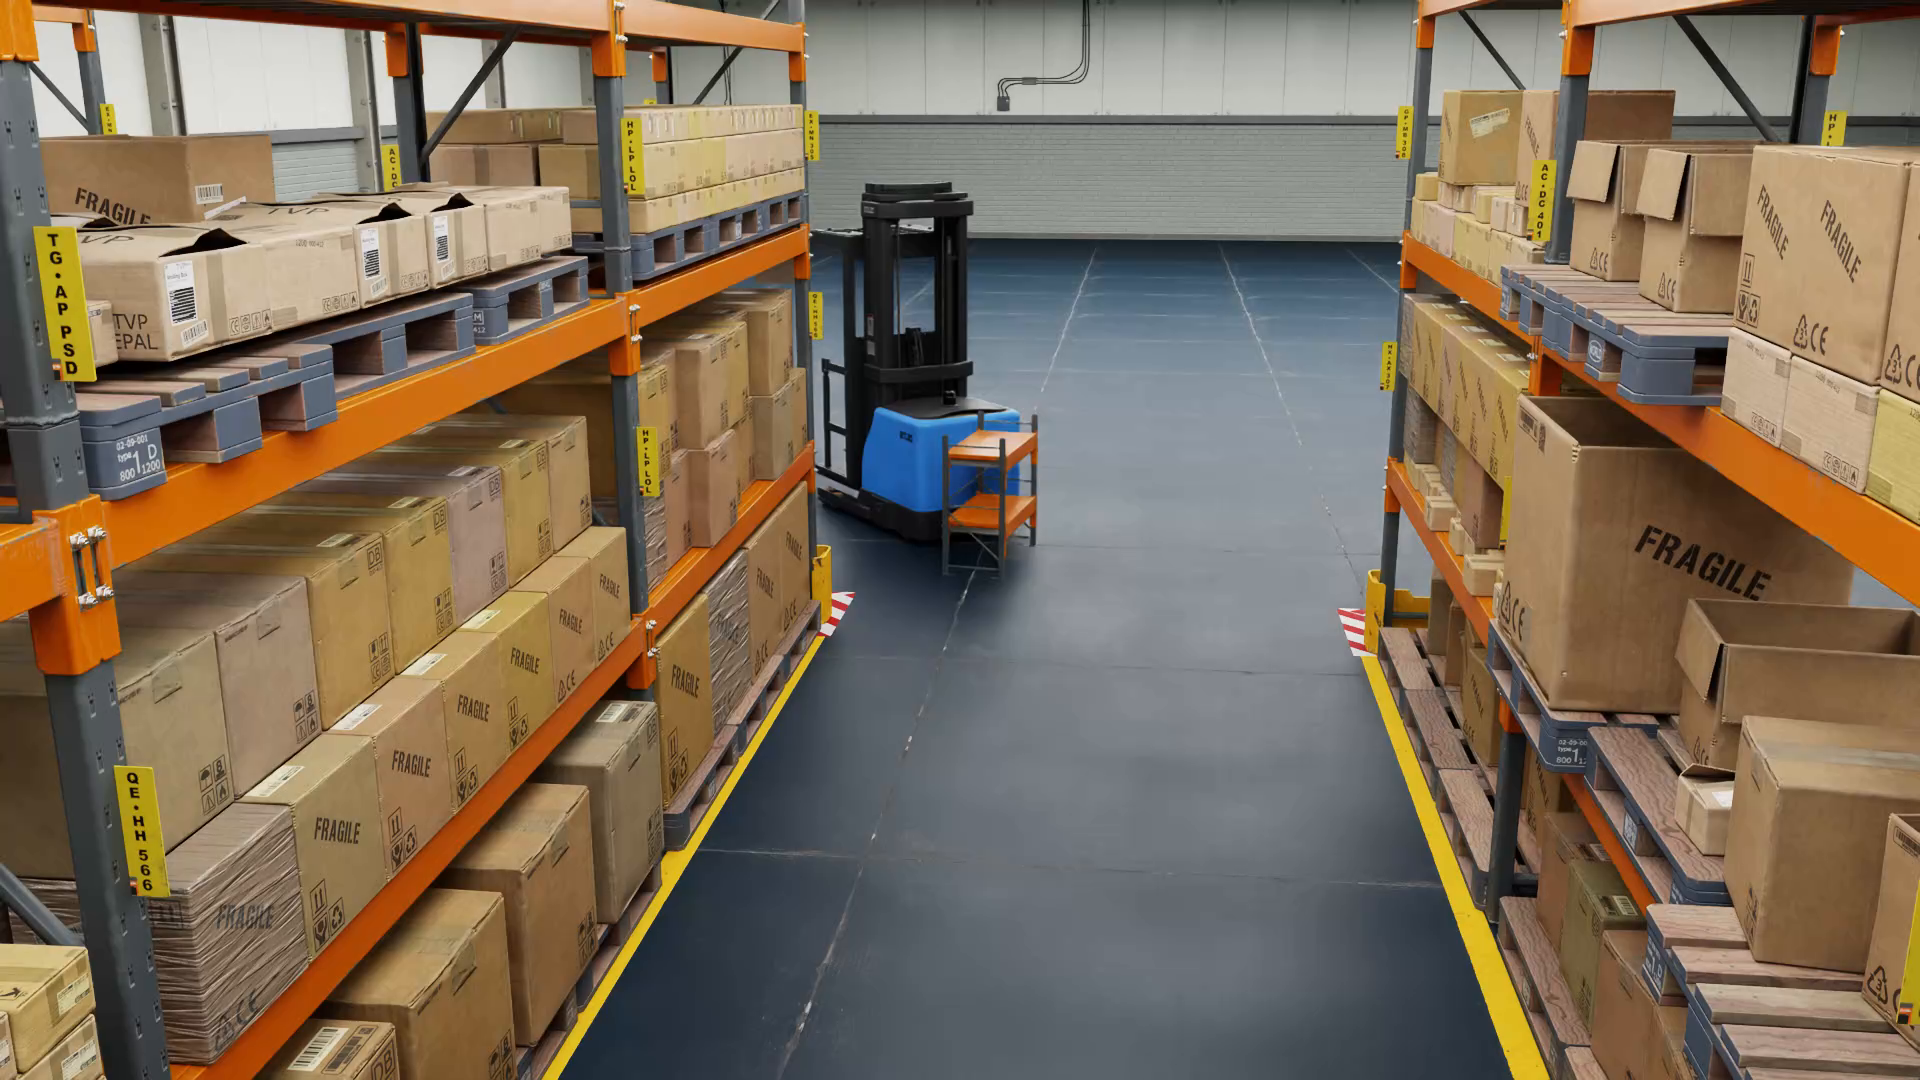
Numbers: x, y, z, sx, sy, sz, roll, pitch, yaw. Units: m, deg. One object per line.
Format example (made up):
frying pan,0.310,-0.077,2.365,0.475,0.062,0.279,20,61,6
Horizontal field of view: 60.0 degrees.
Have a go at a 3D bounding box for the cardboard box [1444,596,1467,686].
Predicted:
cardboard box,3.263,0.602,10.172,0.500,0.500,0.500,6,16,21

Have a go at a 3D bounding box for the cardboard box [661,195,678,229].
cardboard box,-1.578,-1.583,8.010,0.380,0.149,0.250,2,15,6

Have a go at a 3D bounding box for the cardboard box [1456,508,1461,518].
cardboard box,2.953,-0.076,9.178,0.380,0.149,0.250,2,15,6

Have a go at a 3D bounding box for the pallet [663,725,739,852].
pallet,-1.821,1.297,8.960,1.003,0.211,1.213,2,15,6

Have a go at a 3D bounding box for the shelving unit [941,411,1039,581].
shelving unit,0.251,-0.376,13.397,0.538,1.125,1.048,4,16,16

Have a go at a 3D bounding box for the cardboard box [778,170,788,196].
cardboard box,-1.291,-2.241,10.442,0.380,0.149,0.250,2,15,7

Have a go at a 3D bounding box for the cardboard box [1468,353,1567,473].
cardboard box,2.765,-0.611,7.997,0.500,0.500,0.500,2,15,6

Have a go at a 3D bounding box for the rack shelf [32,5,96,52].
rack shelf,-6.689,-3.039,9.547,1.077,0.370,4.000,2,15,6

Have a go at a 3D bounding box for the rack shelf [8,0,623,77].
rack shelf,-2.210,-1.691,5.320,1.077,0.370,4.000,2,15,6

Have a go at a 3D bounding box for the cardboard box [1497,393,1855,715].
cardboard box,2.704,0.028,6.358,1.000,1.000,1.000,2,15,7

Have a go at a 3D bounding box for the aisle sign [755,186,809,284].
aisle sign,-1.227,-2.156,11.408,0.394,0.787,0.004,2,15,6

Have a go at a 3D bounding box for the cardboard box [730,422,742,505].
cardboard box,-1.777,-0.443,9.766,0.875,0.550,0.500,2,15,6

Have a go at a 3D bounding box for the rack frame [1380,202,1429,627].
rack frame,3.384,-0.719,11.075,1.000,3.000,0.127,2,15,6

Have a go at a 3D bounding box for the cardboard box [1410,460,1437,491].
cardboard box,3.024,-0.402,10.385,0.380,0.149,0.250,2,15,6

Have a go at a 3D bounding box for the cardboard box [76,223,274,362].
cardboard box,-2.136,-0.654,4.261,0.500,0.311,0.500,2,15,6

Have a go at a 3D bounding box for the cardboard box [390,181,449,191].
cardboard box,-2.301,-1.339,6.882,0.258,0.266,0.396,1,15,5

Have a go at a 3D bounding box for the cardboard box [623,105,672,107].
cardboard box,-1.974,-2.580,10.168,0.380,0.149,0.250,2,15,7

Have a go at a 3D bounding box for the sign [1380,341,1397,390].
sign,2.845,-1.153,11.021,0.100,0.325,0.005,2,15,6

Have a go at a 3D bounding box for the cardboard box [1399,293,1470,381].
cardboard box,3.051,-1.259,10.395,0.500,0.500,0.500,2,15,6

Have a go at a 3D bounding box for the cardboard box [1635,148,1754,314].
cardboard box,2.675,-1.019,5.435,0.797,0.503,0.637,2,15,9

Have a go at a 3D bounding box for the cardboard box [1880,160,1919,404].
cardboard box,2.286,-0.513,3.417,0.500,0.500,0.500,2,15,8

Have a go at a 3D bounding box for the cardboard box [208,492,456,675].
cardboard box,-2.206,0.139,5.793,0.700,0.500,0.500,2,15,6

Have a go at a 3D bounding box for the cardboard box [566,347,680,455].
cardboard box,-1.962,-0.688,8.605,0.875,0.550,0.550,2,15,6

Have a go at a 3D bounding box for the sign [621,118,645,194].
sign,-1.444,-1.690,7.326,0.100,0.325,0.005,2,15,6

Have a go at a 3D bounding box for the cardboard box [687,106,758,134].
cardboard box,-1.378,-2.427,9.602,0.380,0.149,0.250,1,15,5

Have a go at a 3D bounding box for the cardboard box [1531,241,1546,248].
cardboard box,2.682,-1.343,7.158,0.380,0.149,0.250,2,15,8

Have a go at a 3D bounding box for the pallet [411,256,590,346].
pallet,-2.039,-0.970,6.624,0.805,0.209,1.217,1,15,4

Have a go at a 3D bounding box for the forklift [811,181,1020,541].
forklift,-0.649,-1.743,14.993,1.130,2.935,3.031,-9,17,-29

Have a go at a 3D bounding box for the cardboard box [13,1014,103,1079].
cardboard box,-2.039,1.100,3.455,0.380,0.149,0.250,2,15,7

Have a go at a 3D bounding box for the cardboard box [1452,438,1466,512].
cardboard box,3.190,-0.378,9.053,0.875,0.500,0.500,2,15,6

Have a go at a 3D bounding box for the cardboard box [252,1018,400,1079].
cardboard box,-2.278,1.911,4.852,1.050,0.750,0.750,1,15,5

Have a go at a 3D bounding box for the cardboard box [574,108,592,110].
cardboard box,-2.147,-2.184,8.702,0.380,0.149,0.250,2,15,6

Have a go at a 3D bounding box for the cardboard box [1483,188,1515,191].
cardboard box,2.944,-1.752,8.671,0.380,0.149,0.250,1,15,4

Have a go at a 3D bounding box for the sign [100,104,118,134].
sign,-5.914,-2.865,11.568,0.100,0.325,0.005,2,15,6

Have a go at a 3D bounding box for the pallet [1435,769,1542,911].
pallet,2.973,1.489,8.250,1.003,0.211,1.213,2,15,6

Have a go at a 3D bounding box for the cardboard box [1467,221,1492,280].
cardboard box,2.846,-1.451,8.321,0.500,0.250,0.500,2,15,6

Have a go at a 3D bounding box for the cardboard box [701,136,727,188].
cardboard box,-1.539,-2.005,8.804,0.500,0.250,0.500,2,15,6

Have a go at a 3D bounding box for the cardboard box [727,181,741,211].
cardboard box,-1.434,-1.911,9.220,0.380,0.149,0.250,2,15,7

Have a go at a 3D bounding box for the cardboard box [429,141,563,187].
cardboard box,-2.184,-1.759,7.897,0.500,0.250,0.500,2,15,6

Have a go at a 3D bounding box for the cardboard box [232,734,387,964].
cardboard box,-2.062,0.895,4.915,0.500,0.500,0.500,2,15,6

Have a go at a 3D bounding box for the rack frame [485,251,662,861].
rack frame,-1.985,0.146,7.876,1.000,3.000,0.127,2,15,6

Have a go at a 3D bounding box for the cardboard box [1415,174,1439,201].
cardboard box,2.997,-2.158,10.174,0.380,0.149,0.250,2,15,7

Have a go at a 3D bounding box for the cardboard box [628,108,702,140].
cardboard box,-1.521,-2.099,8.388,0.380,0.149,0.250,1,15,5

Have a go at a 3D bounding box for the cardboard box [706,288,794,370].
cardboard box,-1.614,-1.390,11.200,0.875,0.550,0.550,2,15,6

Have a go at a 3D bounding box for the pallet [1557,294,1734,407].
pallet,2.643,-0.613,5.296,1.213,0.211,1.003,2,15,6

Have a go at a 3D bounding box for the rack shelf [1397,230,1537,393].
rack shelf,3.158,-1.301,8.859,1.077,0.370,4.000,2,15,6

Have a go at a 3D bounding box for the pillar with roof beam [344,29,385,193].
pillar with roof beam,-6.061,-8.440,28.135,9.100,9.000,0.400,2,15,6

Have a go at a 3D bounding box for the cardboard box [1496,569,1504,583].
cardboard box,2.790,0.248,7.981,0.380,0.149,0.250,2,15,6

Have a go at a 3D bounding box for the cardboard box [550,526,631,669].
cardboard box,-1.778,0.241,7.333,0.500,0.500,0.500,2,15,6

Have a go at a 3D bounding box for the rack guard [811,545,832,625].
rack guard,-1.530,0.309,12.062,1.175,0.500,0.348,2,15,6

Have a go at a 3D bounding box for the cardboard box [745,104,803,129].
cardboard box,-1.234,-2.757,10.822,0.380,0.149,0.250,2,15,7
